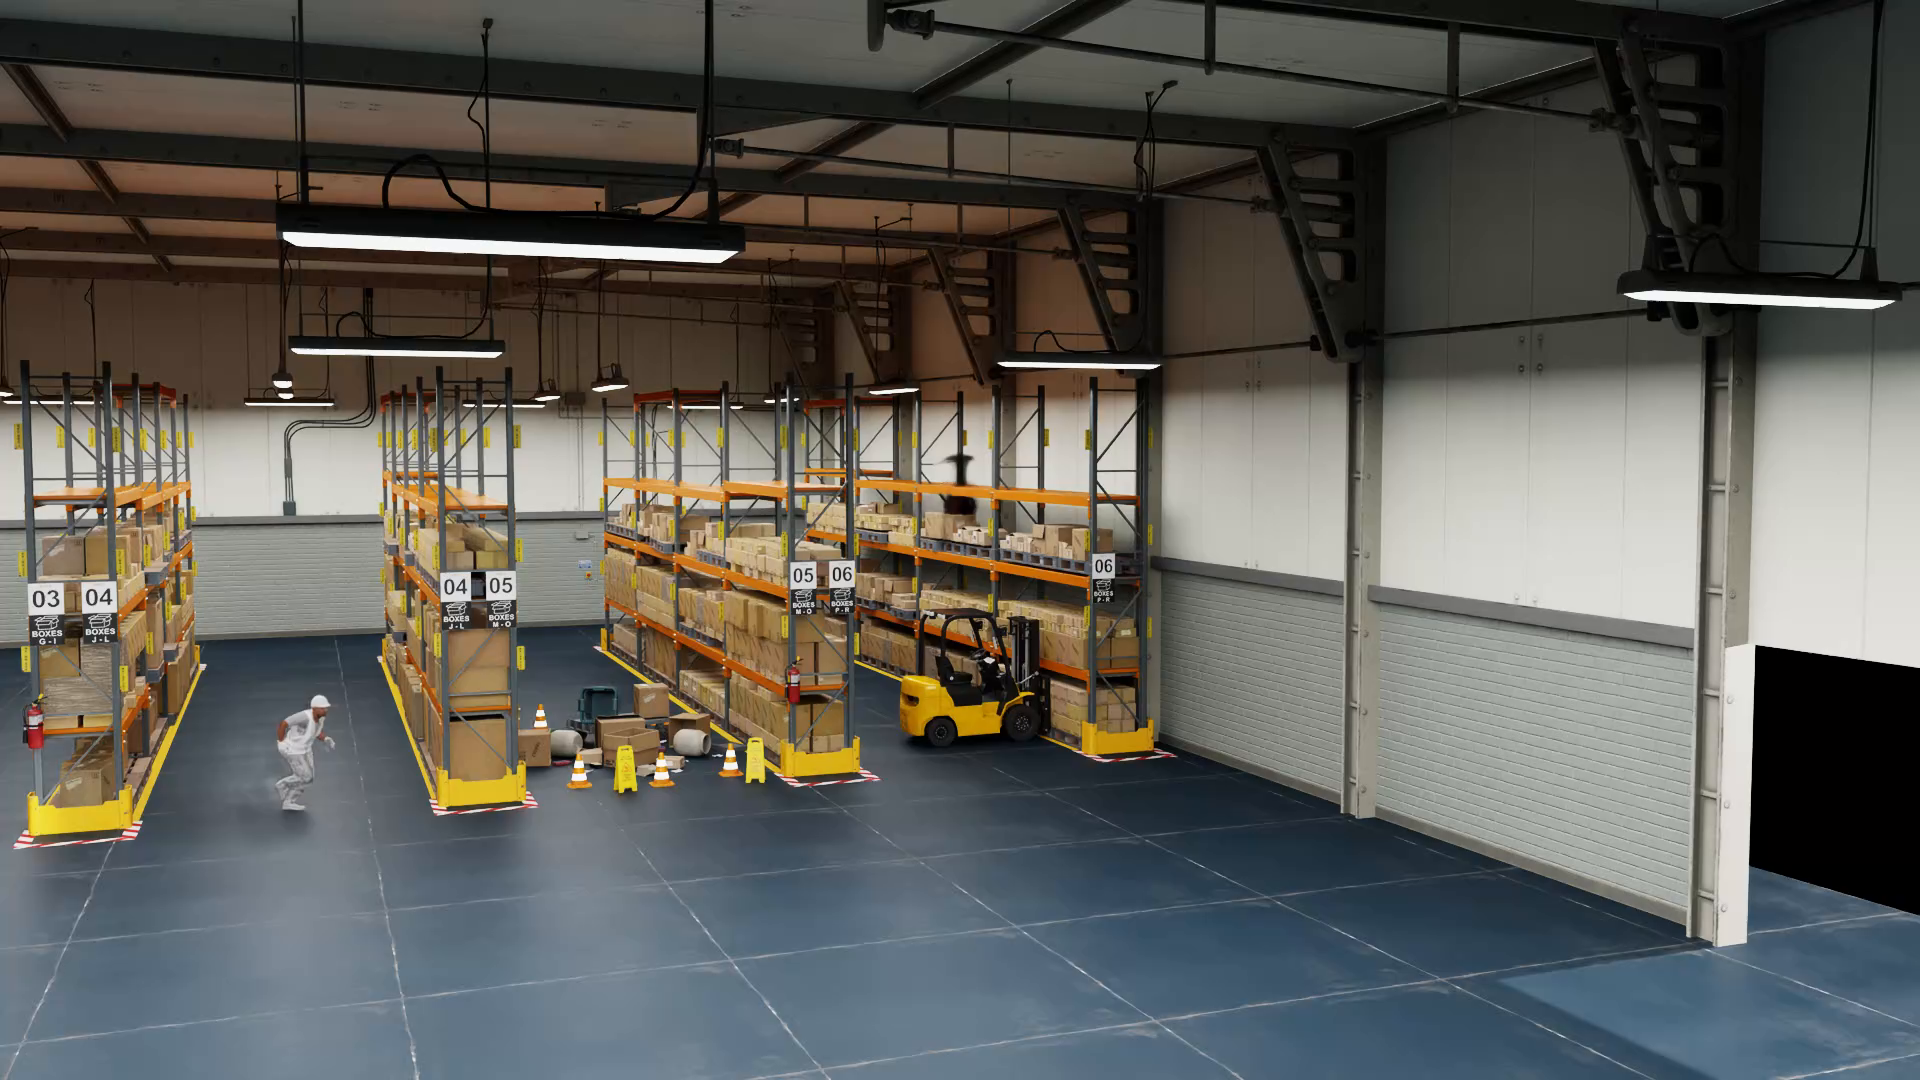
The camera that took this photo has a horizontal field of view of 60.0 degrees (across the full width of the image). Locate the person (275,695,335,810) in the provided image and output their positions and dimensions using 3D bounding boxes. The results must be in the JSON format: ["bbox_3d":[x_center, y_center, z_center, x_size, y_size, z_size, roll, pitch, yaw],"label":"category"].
[{"bbox_3d":[-8.844,2.869,22.334,0.849,1.586,0.718,1,4,17],"label":"person"}]
